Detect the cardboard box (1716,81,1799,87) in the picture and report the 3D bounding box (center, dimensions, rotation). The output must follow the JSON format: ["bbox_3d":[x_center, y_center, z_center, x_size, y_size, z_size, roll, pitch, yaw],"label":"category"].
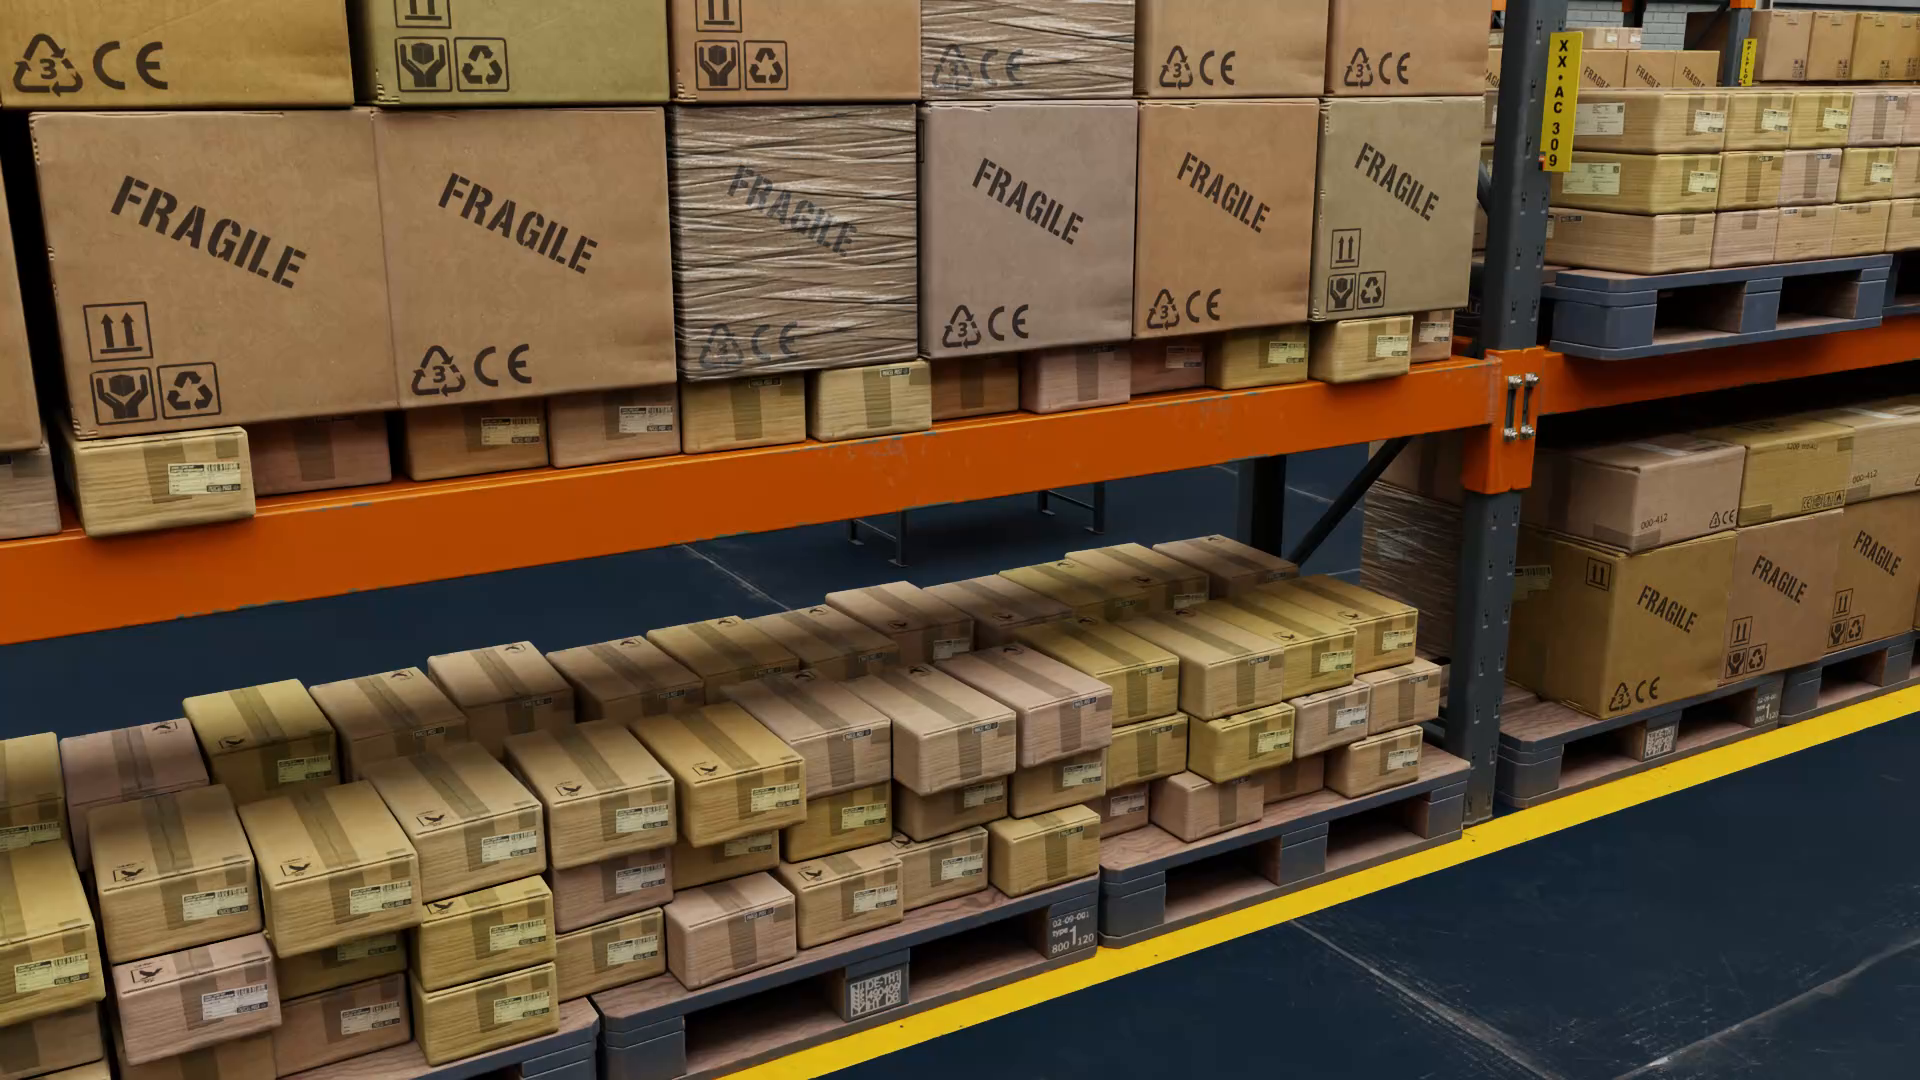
[{"bbox_3d":[5.912,-3.202,12.539,0.500,0.500,0.500,-9,18,-30],"label":"cardboard box"}]

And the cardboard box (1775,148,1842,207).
[{"bbox_3d":[2.187,-1.016,4.613,0.250,0.149,0.380,-9,18,-28],"label":"cardboard box"}]

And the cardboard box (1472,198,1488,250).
[{"bbox_3d":[1.408,-0.953,4.939,0.250,0.149,0.380,-10,18,-31],"label":"cardboard box"}]

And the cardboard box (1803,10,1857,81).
[{"bbox_3d":[6.329,-3.764,12.690,0.500,0.500,0.700,-9,18,-29],"label":"cardboard box"}]

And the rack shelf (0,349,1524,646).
[{"bbox_3d":[-0.545,-0.146,3.707,4.000,0.370,1.077,-9,18,-30],"label":"rack shelf"}]

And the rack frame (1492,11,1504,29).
[{"bbox_3d":[6.261,-4.718,18.683,0.127,3.000,1.000,-9,18,-30],"label":"rack frame"}]

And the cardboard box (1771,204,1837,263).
[{"bbox_3d":[2.195,-0.874,4.657,0.250,0.149,0.380,-9,18,-29],"label":"cardboard box"}]

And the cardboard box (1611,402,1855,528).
[{"bbox_3d":[2.395,-0.246,5.195,0.500,0.250,0.500,-9,18,-28],"label":"cardboard box"}]

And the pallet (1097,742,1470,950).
[{"bbox_3d":[0.612,0.674,4.616,1.213,0.211,1.003,-9,18,-30],"label":"pallet"}]

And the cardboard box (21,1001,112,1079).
[{"bbox_3d":[-1.645,0.957,2.942,0.250,0.149,0.380,-9,18,-29],"label":"cardboard box"}]

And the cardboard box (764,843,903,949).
[{"bbox_3d":[-0.326,0.739,3.720,0.250,0.149,0.380,-9,18,-30],"label":"cardboard box"}]

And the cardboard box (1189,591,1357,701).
[{"bbox_3d":[0.800,0.268,4.299,0.250,0.149,0.380,-9,18,-29],"label":"cardboard box"}]

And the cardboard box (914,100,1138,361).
[{"bbox_3d":[0.028,-0.689,3.573,0.500,0.500,0.500,-9,18,-30],"label":"cardboard box"}]

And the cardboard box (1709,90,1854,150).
[{"bbox_3d":[2.201,-1.162,4.582,0.250,0.149,0.380,-9,18,-29],"label":"cardboard box"}]

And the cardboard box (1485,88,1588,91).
[{"bbox_3d":[1.643,-1.277,4.992,0.250,0.149,0.380,-10,18,-31],"label":"cardboard box"}]

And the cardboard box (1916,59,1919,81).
[{"bbox_3d":[7.673,-3.958,13.383,0.500,0.500,0.700,-9,18,-30],"label":"cardboard box"}]

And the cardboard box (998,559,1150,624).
[{"bbox_3d":[0.310,0.185,4.596,0.250,0.149,0.380,-9,18,-30],"label":"cardboard box"}]

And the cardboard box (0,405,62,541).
[{"bbox_3d":[-1.615,-0.108,2.702,0.250,0.149,0.380,-8,18,-28],"label":"cardboard box"}]

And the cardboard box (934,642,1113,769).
[{"bbox_3d":[0.143,0.381,3.894,0.250,0.149,0.380,-10,19,-32],"label":"cardboard box"}]

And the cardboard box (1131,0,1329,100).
[{"bbox_3d":[0.466,-1.242,3.696,0.500,0.500,0.500,-10,18,-31],"label":"cardboard box"}]

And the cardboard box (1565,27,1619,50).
[{"bbox_3d":[4.305,-3.461,11.483,0.250,0.149,0.380,-10,19,-32],"label":"cardboard box"}]

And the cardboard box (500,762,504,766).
[{"bbox_3d":[-1.072,0.526,3.930,0.250,0.149,0.380,-9,18,-29],"label":"cardboard box"}]

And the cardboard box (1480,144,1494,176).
[{"bbox_3d":[1.409,-1.096,4.899,0.250,0.149,0.380,-9,18,-28],"label":"cardboard box"}]

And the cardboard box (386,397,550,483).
[{"bbox_3d":[-0.961,-0.233,3.147,0.250,0.149,0.380,-9,18,-30],"label":"cardboard box"}]

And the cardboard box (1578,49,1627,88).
[{"bbox_3d":[4.244,-3.151,11.577,0.500,0.500,0.500,-9,18,-28],"label":"cardboard box"}]

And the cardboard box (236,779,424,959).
[{"bbox_3d":[-1.178,0.604,3.100,0.250,0.149,0.380,-9,18,-30],"label":"cardboard box"}]

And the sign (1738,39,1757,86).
[{"bbox_3d":[5.680,-3.443,11.991,0.005,0.325,0.100,-9,18,-30],"label":"sign"}]

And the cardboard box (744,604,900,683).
[{"bbox_3d":[-0.353,0.300,4.185,0.250,0.149,0.380,-10,19,-32],"label":"cardboard box"}]

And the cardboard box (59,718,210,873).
[{"bbox_3d":[-1.691,0.516,3.415,0.250,0.149,0.380,-9,18,-29],"label":"cardboard box"}]

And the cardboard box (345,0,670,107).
[{"bbox_3d":[-0.851,-1.027,2.928,0.500,0.500,0.500,-10,18,-31],"label":"cardboard box"}]

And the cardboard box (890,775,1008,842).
[{"bbox_3d":[-0.096,0.541,3.877,0.250,0.149,0.380,-10,19,-32],"label":"cardboard box"}]

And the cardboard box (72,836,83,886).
[{"bbox_3d":[-1.953,0.673,3.403,0.250,0.149,0.380,-10,18,-31],"label":"cardboard box"}]

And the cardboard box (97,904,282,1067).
[{"bbox_3d":[-1.414,0.774,3.043,0.250,0.149,0.380,-9,18,-30],"label":"cardboard box"}]

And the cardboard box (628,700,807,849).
[{"bbox_3d":[-0.517,0.488,3.514,0.250,0.149,0.380,-9,18,-29],"label":"cardboard box"}]

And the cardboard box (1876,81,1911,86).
[{"bbox_3d":[7.190,-3.419,13.312,0.500,0.500,0.500,-9,18,-29],"label":"cardboard box"}]

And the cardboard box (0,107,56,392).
[{"bbox_3d":[-1.562,-0.598,3.251,0.500,0.500,0.500,-10,18,-31],"label":"cardboard box"}]

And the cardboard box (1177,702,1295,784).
[{"bbox_3d":[0.617,0.456,4.179,0.250,0.149,0.380,-10,18,-32],"label":"cardboard box"}]

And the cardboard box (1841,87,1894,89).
[{"bbox_3d":[2.977,-1.492,5.760,0.250,0.149,0.380,-9,18,-28],"label":"cardboard box"}]

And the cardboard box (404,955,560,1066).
[{"bbox_3d":[-0.978,0.856,3.304,0.250,0.149,0.380,-9,18,-29],"label":"cardboard box"}]

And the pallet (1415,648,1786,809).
[{"bbox_3d":[1.836,0.464,5.365,1.213,0.211,1.003,-9,18,-30],"label":"pallet"}]

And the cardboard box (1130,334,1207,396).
[{"bbox_3d":[0.365,-0.451,3.928,0.250,0.149,0.380,-10,18,-31],"label":"cardboard box"}]

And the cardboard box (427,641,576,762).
[{"bbox_3d":[-1.078,0.379,3.903,0.250,0.149,0.380,-8,18,-28],"label":"cardboard box"}]

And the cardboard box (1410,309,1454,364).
[{"bbox_3d":[1.046,-0.556,4.300,0.250,0.149,0.380,-9,18,-30],"label":"cardboard box"}]

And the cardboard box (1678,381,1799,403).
[{"bbox_3d":[2.571,-0.437,5.877,0.500,0.250,0.500,-10,19,-32],"label":"cardboard box"}]

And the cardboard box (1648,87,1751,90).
[{"bbox_3d":[2.303,-1.382,5.368,0.250,0.149,0.380,-10,18,-32],"label":"cardboard box"}]

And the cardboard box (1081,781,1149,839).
[{"bbox_3d":[0.262,0.610,4.179,0.250,0.149,0.380,-10,18,-31],"label":"cardboard box"}]

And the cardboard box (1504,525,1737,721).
[{"bbox_3d":[1.940,0.189,5.030,0.500,0.500,0.500,-8,18,-28],"label":"cardboard box"}]

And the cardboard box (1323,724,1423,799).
[{"bbox_3d":[1.009,0.533,4.454,0.250,0.149,0.380,-9,18,-29],"label":"cardboard box"}]

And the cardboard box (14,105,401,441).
[{"bbox_3d":[-1.286,-0.485,2.845,0.500,0.500,0.500,-9,18,-30],"label":"cardboard box"}]

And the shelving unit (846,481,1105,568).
[{"bbox_3d":[0.073,-0.734,7.250,1.048,1.500,0.538,-9,18,-30],"label":"shelving unit"}]

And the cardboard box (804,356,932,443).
[{"bbox_3d":[-0.258,-0.322,3.466,0.250,0.149,0.380,-9,18,-29],"label":"cardboard box"}]

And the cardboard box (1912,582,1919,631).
[{"bbox_3d":[3.277,-0.025,5.794,0.500,0.500,0.500,-10,19,-32],"label":"cardboard box"}]

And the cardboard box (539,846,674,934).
[{"bbox_3d":[-0.795,0.650,3.485,0.250,0.149,0.380,-10,19,-32],"label":"cardboard box"}]

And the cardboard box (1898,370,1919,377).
[{"bbox_3d":[3.720,-0.458,5.950,0.500,0.250,0.500,-9,18,-29],"label":"cardboard box"}]

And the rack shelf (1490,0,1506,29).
[{"bbox_3d":[4.546,-5.538,17.383,4.000,0.370,1.077,-9,18,-30],"label":"rack shelf"}]
